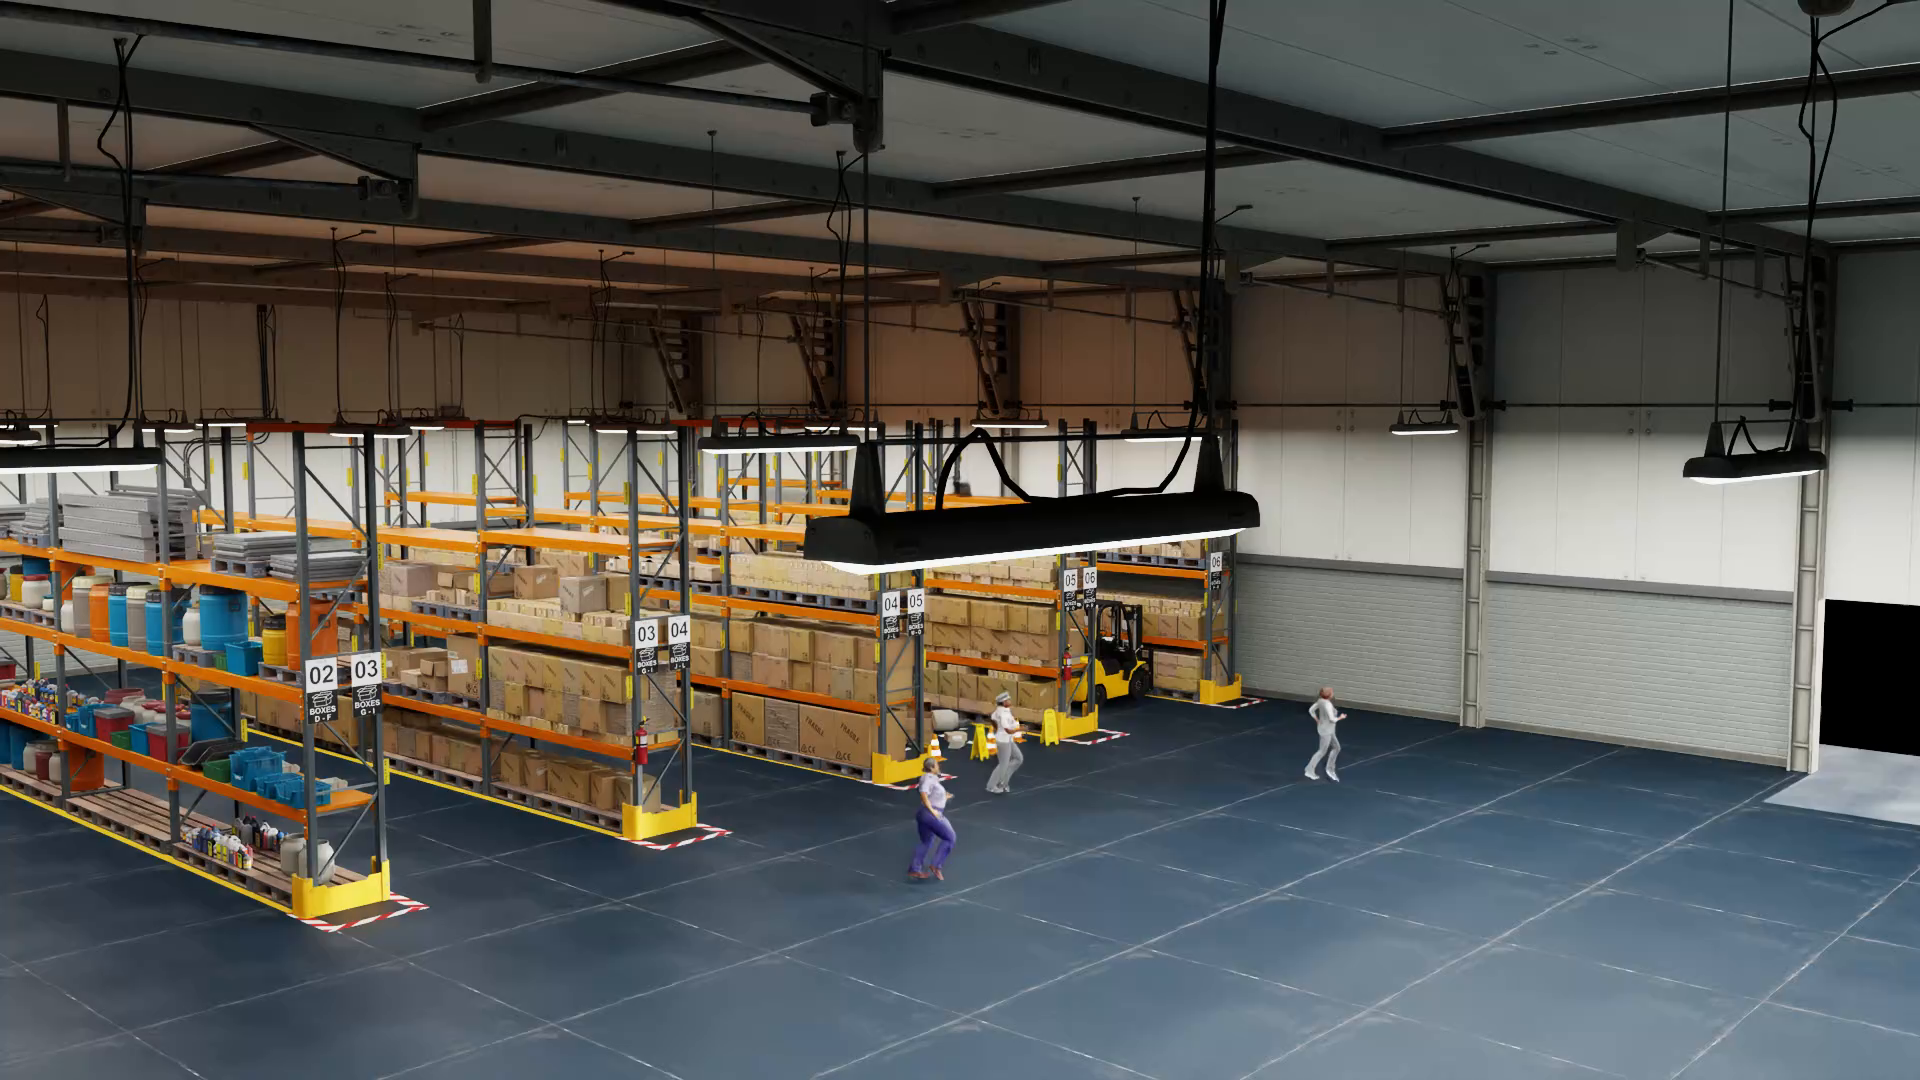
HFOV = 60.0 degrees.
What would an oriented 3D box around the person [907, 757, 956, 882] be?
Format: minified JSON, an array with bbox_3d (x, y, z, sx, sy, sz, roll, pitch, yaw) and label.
[{"bbox_3d":[-0.367,3.811,22.130,0.693,1.481,0.579,-2,5,-23],"label":"person"}]

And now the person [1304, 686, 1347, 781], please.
[{"bbox_3d":[6.128,3.252,27.862,0.711,1.638,0.504,0,5,2],"label":"person"}]

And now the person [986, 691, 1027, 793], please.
[{"bbox_3d":[0.759,3.282,27.000,0.670,1.690,0.546,0,5,2],"label":"person"}]
